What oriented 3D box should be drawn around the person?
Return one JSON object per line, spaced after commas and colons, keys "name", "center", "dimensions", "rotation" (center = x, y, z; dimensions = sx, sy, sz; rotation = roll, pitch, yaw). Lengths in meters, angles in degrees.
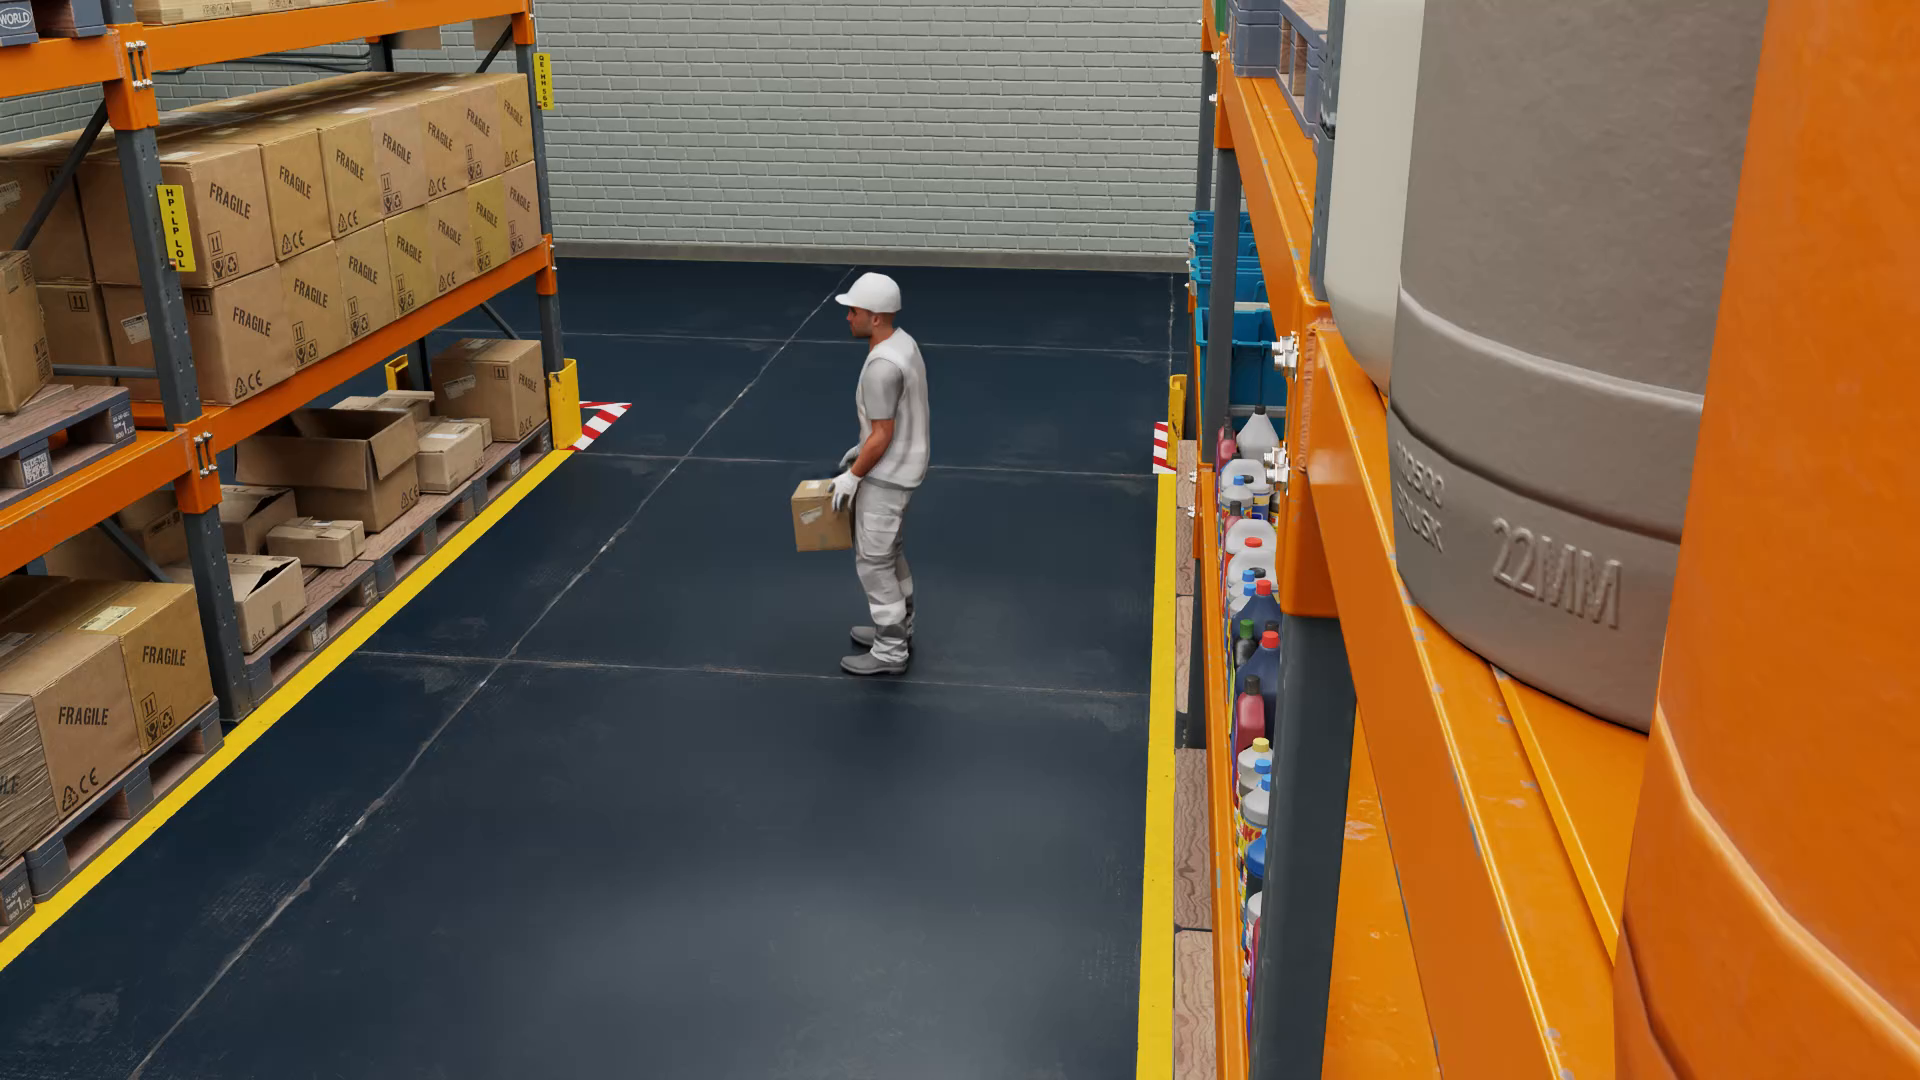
{"name": "person", "center": [-0.347, -0.283, 7.286], "dimensions": [0.425, 1.789, 0.541], "rotation": [2, 21, 5]}
